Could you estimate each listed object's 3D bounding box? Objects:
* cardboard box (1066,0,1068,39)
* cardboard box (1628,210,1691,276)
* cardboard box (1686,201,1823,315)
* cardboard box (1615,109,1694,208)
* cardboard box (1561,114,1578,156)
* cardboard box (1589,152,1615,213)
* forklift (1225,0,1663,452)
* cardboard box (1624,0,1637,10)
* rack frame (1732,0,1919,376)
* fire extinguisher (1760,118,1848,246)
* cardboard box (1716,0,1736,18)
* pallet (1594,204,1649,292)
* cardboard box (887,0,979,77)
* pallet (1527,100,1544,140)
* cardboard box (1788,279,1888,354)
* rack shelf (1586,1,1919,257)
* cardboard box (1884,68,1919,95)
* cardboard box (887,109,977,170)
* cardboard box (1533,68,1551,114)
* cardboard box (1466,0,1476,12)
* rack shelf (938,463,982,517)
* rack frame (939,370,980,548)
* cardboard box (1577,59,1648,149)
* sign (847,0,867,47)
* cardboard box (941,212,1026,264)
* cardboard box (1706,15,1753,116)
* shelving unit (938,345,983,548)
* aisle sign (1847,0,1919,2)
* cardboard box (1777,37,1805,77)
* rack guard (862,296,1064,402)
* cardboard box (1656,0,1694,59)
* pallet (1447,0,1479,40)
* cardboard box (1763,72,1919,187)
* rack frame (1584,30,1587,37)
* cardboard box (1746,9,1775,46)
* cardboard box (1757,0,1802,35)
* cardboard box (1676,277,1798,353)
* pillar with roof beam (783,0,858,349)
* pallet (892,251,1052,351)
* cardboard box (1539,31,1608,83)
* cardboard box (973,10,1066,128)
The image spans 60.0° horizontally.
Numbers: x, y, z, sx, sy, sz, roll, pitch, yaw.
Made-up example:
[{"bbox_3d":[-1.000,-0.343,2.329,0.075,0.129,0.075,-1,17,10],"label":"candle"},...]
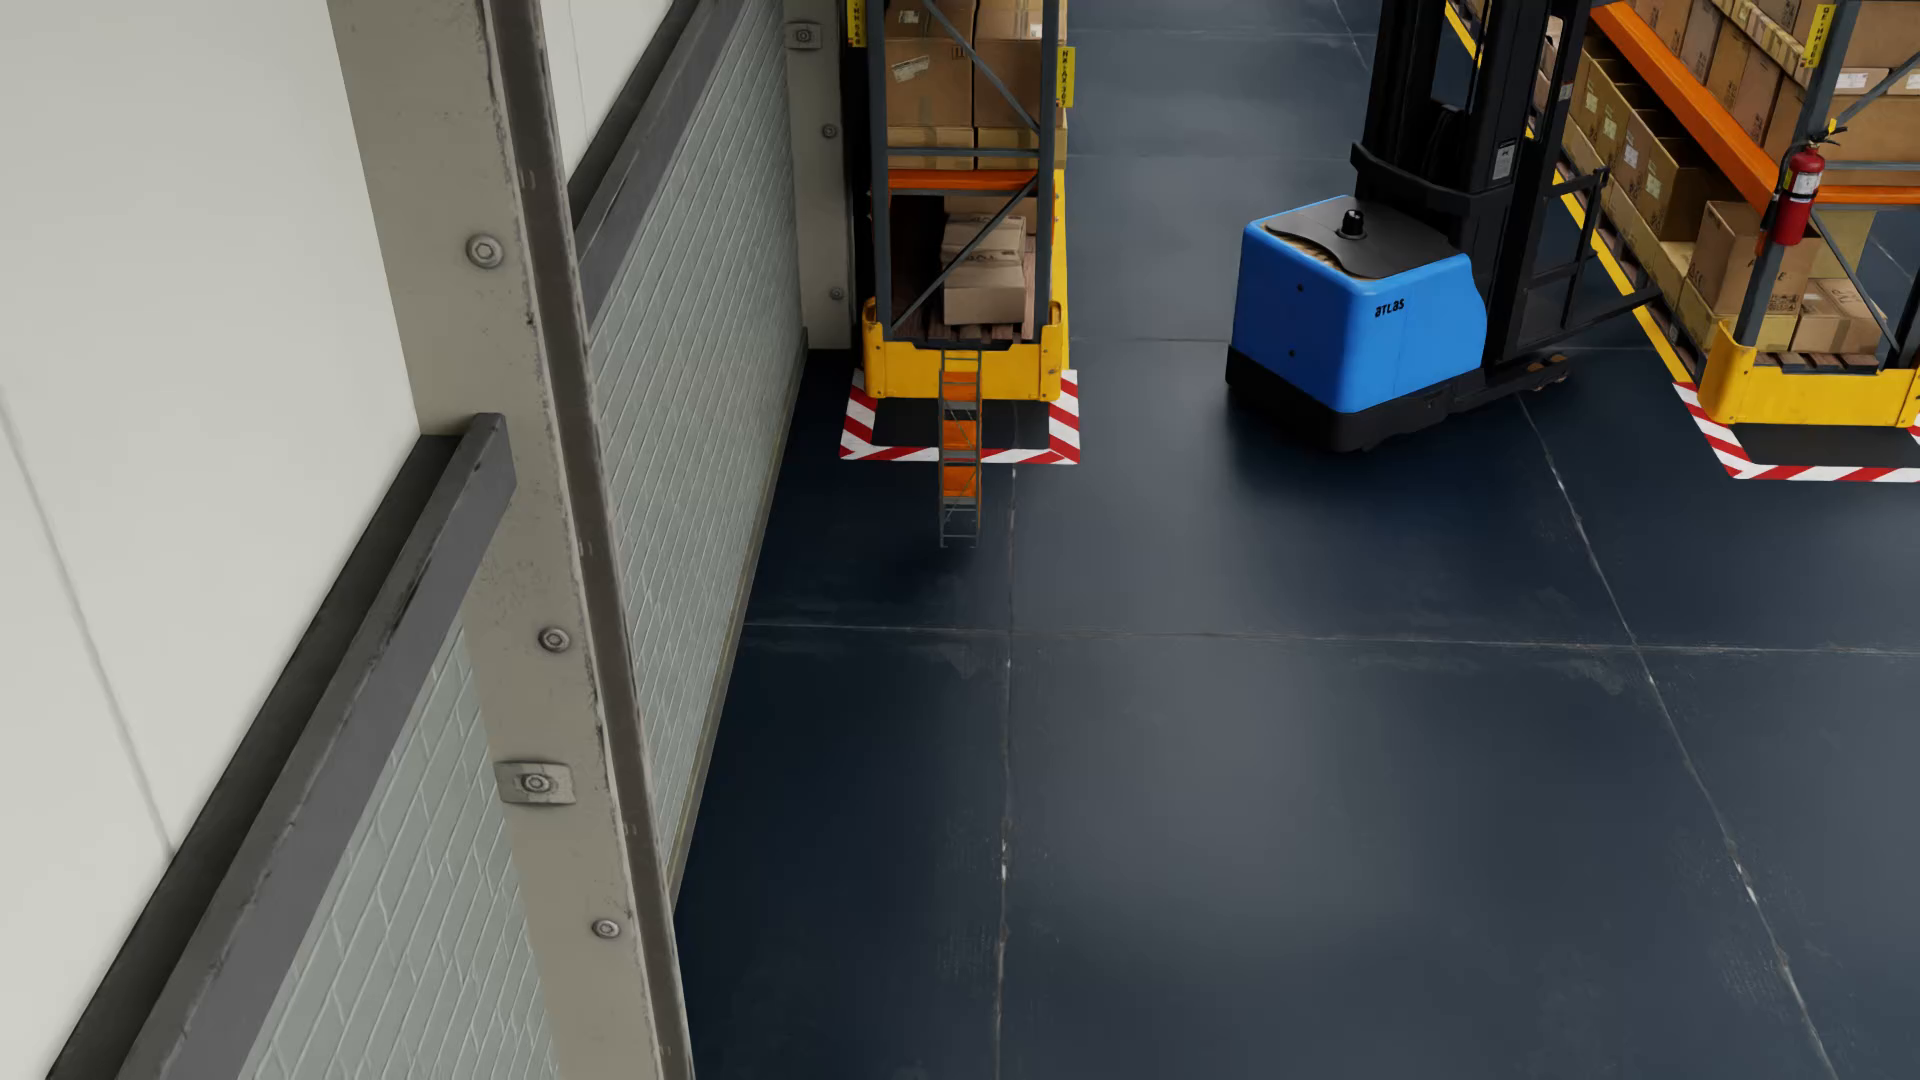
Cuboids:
[{"bbox_3d":[0.391,-3.217,10.125,0.500,0.500,0.500,0,35,0],"label":"cardboard box"},{"bbox_3d":[4.717,-1.940,10.874,0.500,0.250,0.500,1,35,2],"label":"cardboard box"},{"bbox_3d":[4.688,-1.672,9.840,0.500,0.500,0.500,1,35,2],"label":"cardboard box"},{"bbox_3d":[4.735,-2.534,11.067,0.500,0.500,0.500,1,35,2],"label":"cardboard box"},{"bbox_3d":[4.803,-3.089,12.508,0.500,0.250,0.500,1,35,2],"label":"cardboard box"},{"bbox_3d":[4.753,-2.515,11.691,0.500,0.250,0.500,1,35,2],"label":"cardboard box"},{"bbox_3d":[3.104,-2.328,9.459,3.031,2.935,1.130,-20,40,-26],"label":"forklift"},{"bbox_3d":[5.113,-4.087,11.816,0.700,0.500,0.500,0,35,1],"label":"cardboard box"},{"bbox_3d":[4.964,-2.003,8.938,1.000,3.000,0.127,1,35,2],"label":"rack frame"},{"bbox_3d":[4.495,-1.915,8.879,0.296,0.674,0.183,1,35,2],"label":"fire extinguisher"},{"bbox_3d":[4.840,-3.278,10.100,0.380,0.149,0.250,2,35,3],"label":"cardboard box"},{"bbox_3d":[5.005,-2.002,11.361,1.003,0.211,1.213,1,35,2],"label":"pallet"},{"bbox_3d":[-0.149,-2.934,9.723,0.500,0.500,0.500,2,35,3],"label":"cardboard box"},{"bbox_3d":[5.115,-3.585,13.613,1.003,0.211,1.213,1,35,2],"label":"pallet"},{"bbox_3d":[5.208,-1.353,10.039,0.500,0.250,0.500,1,35,2],"label":"cardboard box"},{"bbox_3d":[5.044,-2.858,10.780,1.077,0.370,4.000,1,35,2],"label":"rack shelf"},{"bbox_3d":[5.195,-2.530,9.036,0.380,0.149,0.250,1,35,2],"label":"cardboard box"},{"bbox_3d":[-0.161,-2.336,9.523,0.500,0.250,0.500,2,35,3],"label":"cardboard box"},{"bbox_3d":[4.852,-3.593,13.226,0.500,0.250,0.500,1,35,1],"label":"cardboard box"},{"bbox_3d":[4.952,-5.064,15.318,0.500,0.250,0.500,0,35,1],"label":"cardboard box"},{"bbox_3d":[0.002,-0.224,8.603,0.215,0.259,0.240,1,35,2],"label":"rack shelf"},{"bbox_3d":[-0.003,-0.390,8.338,0.200,1.050,0.008,1,35,2],"label":"rack frame"},{"bbox_3d":[4.781,-3.109,11.884,0.500,0.500,0.500,1,35,2],"label":"cardboard box"},{"bbox_3d":[-0.540,-2.743,8.708,0.100,0.325,0.005,1,35,2],"label":"sign"},{"bbox_3d":[0.155,-1.919,10.773,0.500,0.311,0.500,4,35,6],"label":"cardboard box"},{"bbox_3d":[5.038,-2.899,10.125,0.700,0.500,0.500,2,35,2],"label":"cardboard box"},{"bbox_3d":[0.002,-0.460,8.438,0.215,1.050,0.252,1,35,2],"label":"shelving unit"},{"bbox_3d":[4.668,-3.036,8.146,0.394,0.787,0.004,1,35,2],"label":"aisle sign"},{"bbox_3d":[4.798,-2.684,9.255,0.380,0.149,0.250,2,35,3],"label":"cardboard box"},{"bbox_3d":[0.017,-1.137,9.878,1.175,0.500,0.348,1,35,2],"label":"rack guard"},{"bbox_3d":[5.074,-3.496,10.975,0.700,0.500,0.500,2,35,3],"label":"cardboard box"},{"bbox_3d":[5.213,-4.987,15.608,1.003,0.211,1.213,1,35,2],"label":"pallet"},{"bbox_3d":[4.996,-2.312,9.290,0.700,0.500,0.500,1,35,2],"label":"cardboard box"},{"bbox_3d":[5.125,-4.302,12.208,1.000,3.000,0.127,1,35,2],"label":"rack frame"},{"bbox_3d":[4.821,-2.975,9.670,0.380,0.149,0.250,2,35,3],"label":"cardboard box"},{"bbox_3d":[5.013,-3.176,9.390,0.700,0.500,0.500,0,35,1],"label":"cardboard box"},{"bbox_3d":[4.690,-1.365,10.056,0.500,0.250,0.500,1,35,2],"label":"cardboard box"},{"bbox_3d":[3.480,-4.893,7.832,9.100,9.000,0.400,1,35,2],"label":"pillar with roof beam"},{"bbox_3d":[0.085,-1.484,10.624,1.003,0.211,1.213,1,35,2],"label":"pallet"},{"bbox_3d":[4.855,-3.817,13.057,0.500,0.311,0.500,1,35,2],"label":"cardboard box"},{"bbox_3d":[0.334,-2.637,9.300,0.500,0.500,0.500,1,35,2],"label":"cardboard box"}]
